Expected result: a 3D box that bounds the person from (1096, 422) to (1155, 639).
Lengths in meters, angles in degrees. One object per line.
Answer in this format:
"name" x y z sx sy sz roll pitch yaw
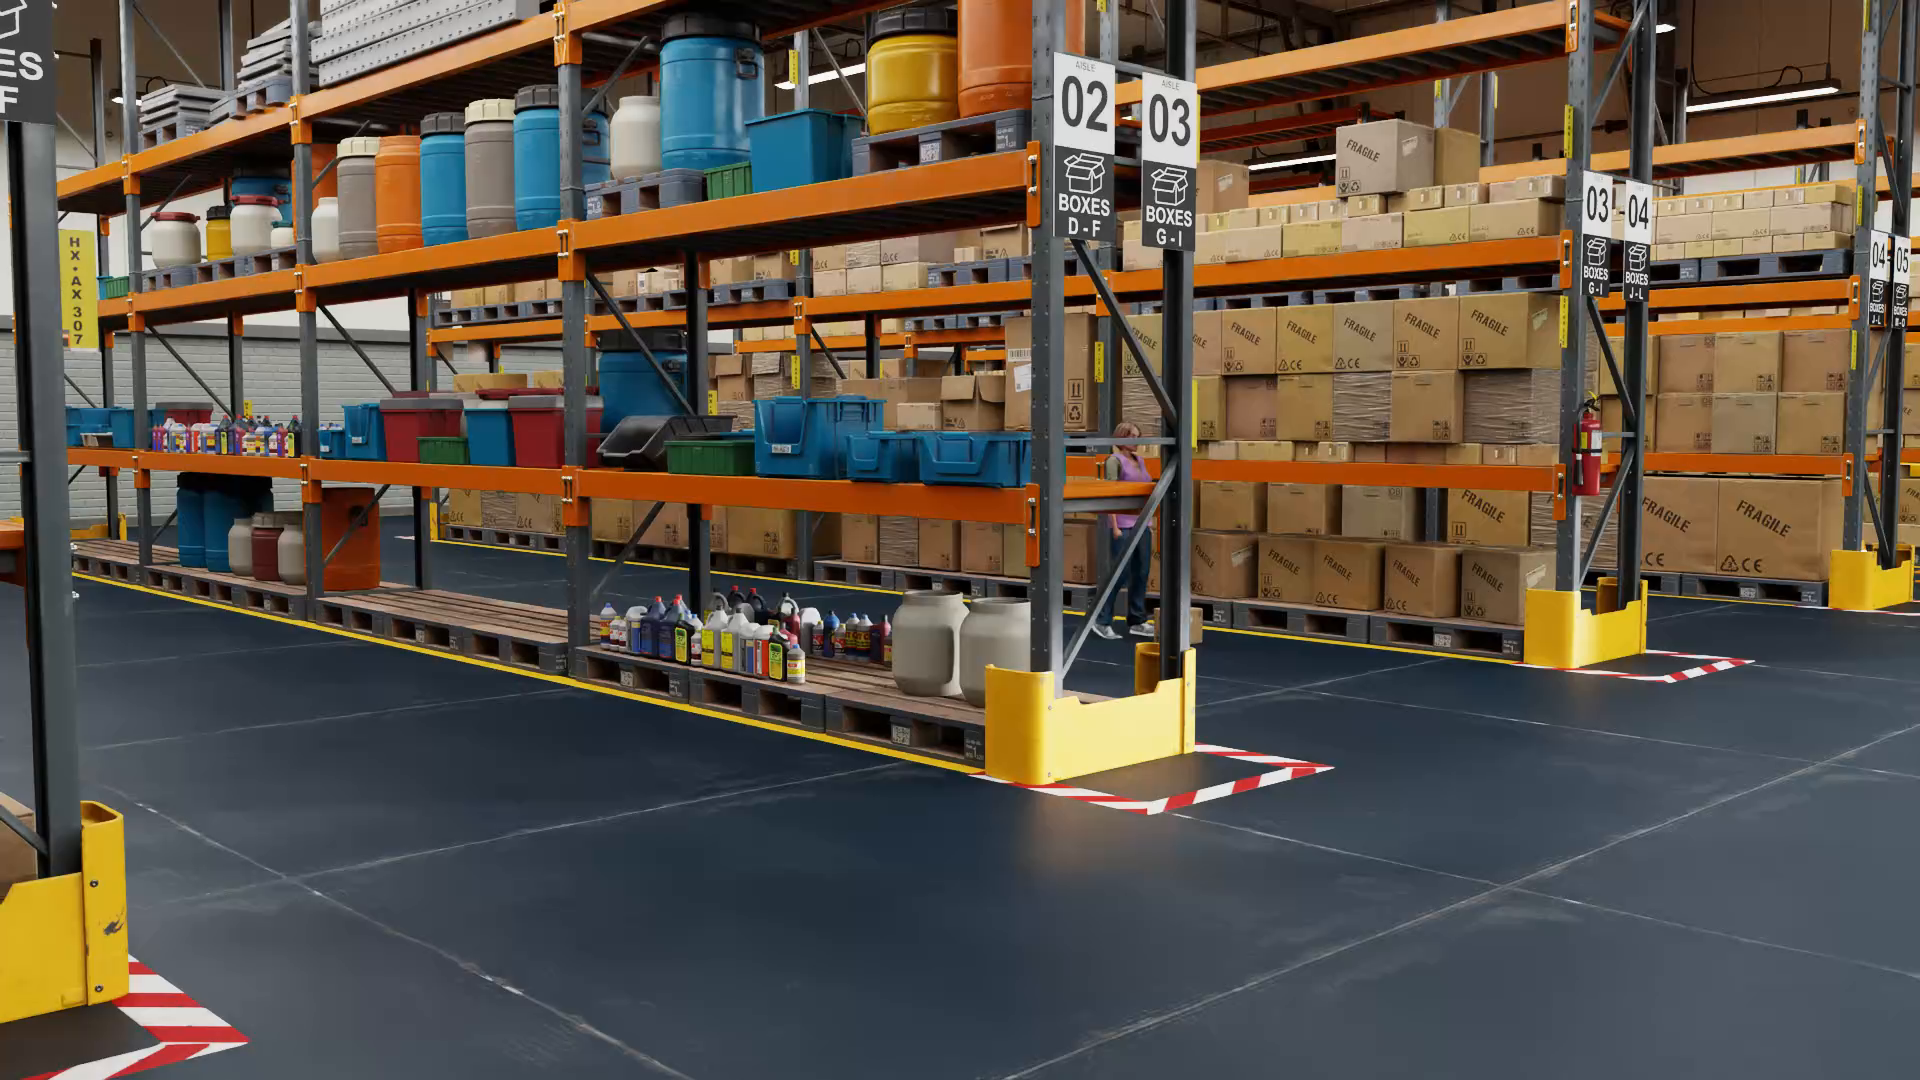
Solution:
"person" 1.268 -0.054 12.341 0.419 1.646 0.363 -4 6 -43
